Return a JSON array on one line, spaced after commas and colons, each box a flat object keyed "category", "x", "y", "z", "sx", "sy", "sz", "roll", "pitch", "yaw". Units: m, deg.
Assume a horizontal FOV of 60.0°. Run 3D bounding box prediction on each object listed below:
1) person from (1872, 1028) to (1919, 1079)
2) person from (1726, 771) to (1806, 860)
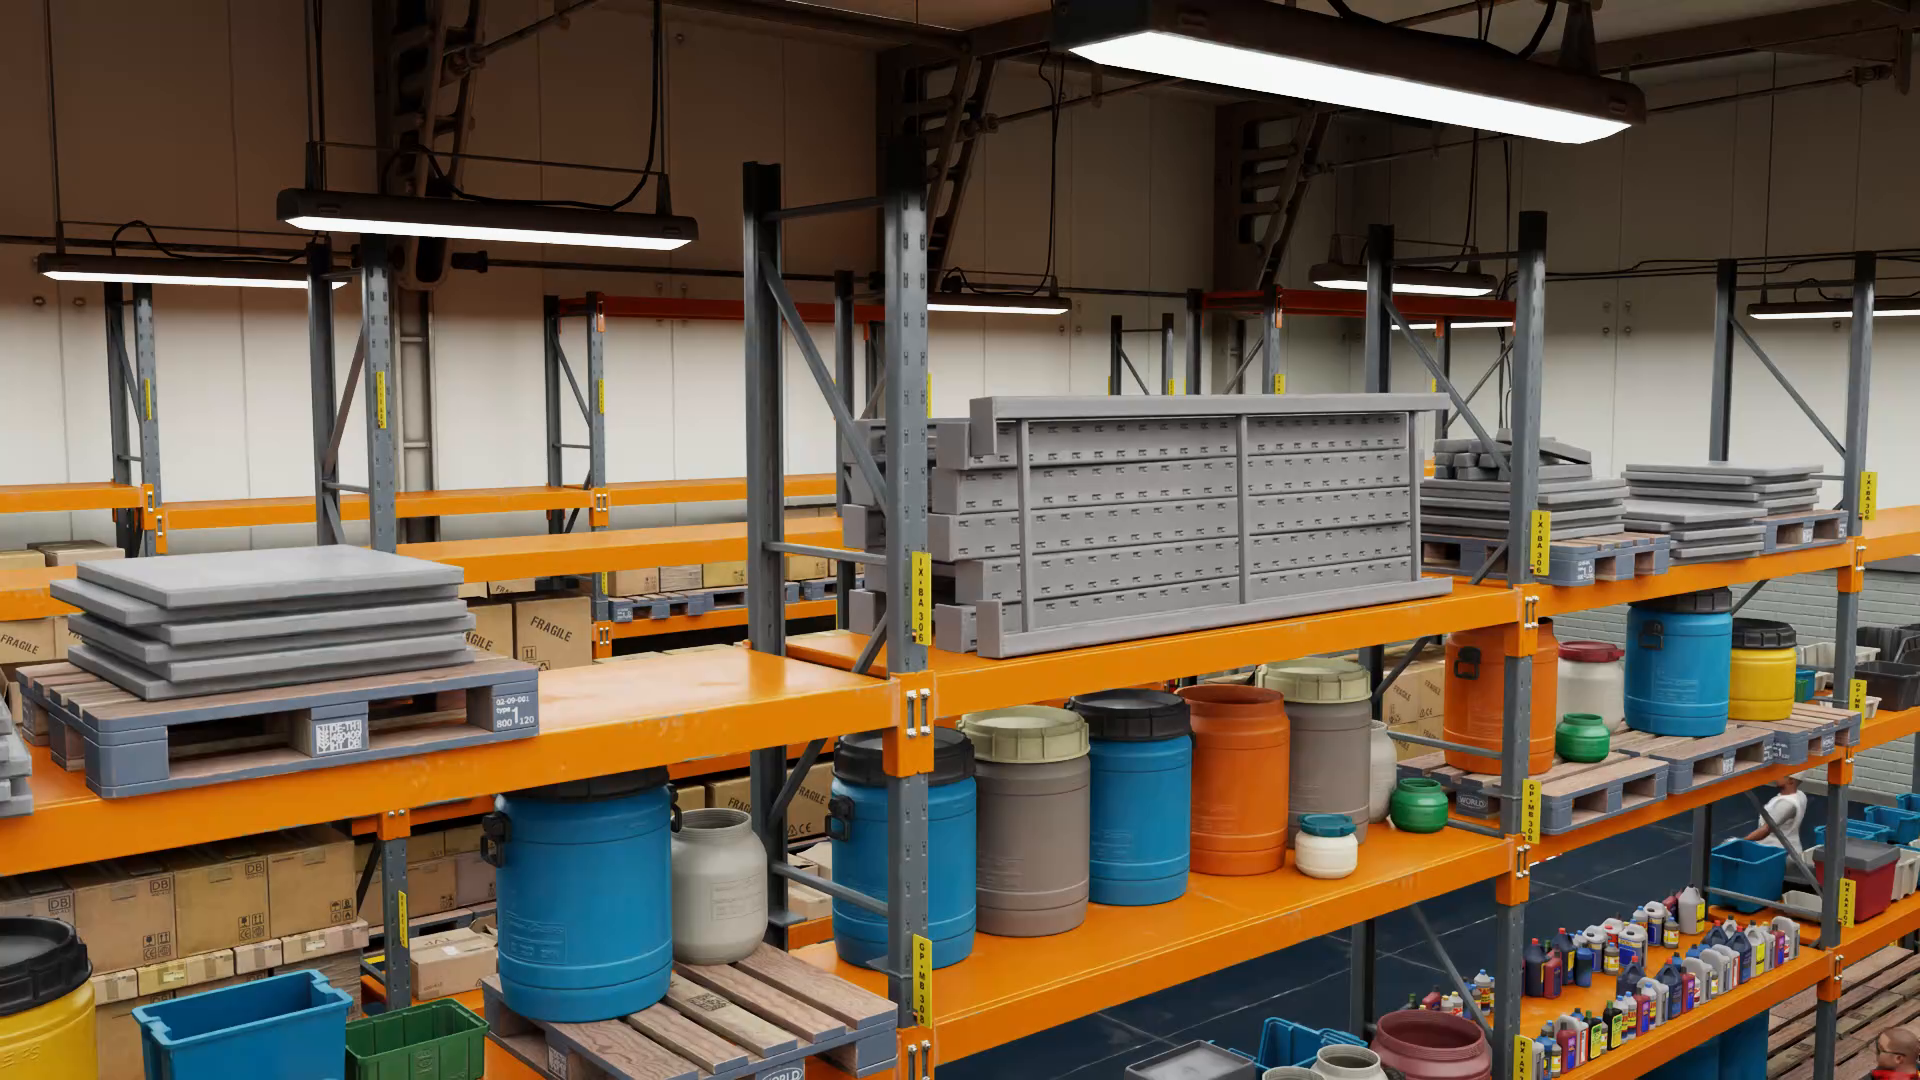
[{"category": "person", "x": 4.909, "y": 3.448, "z": 8.997, "sx": 0.619, "sy": 1.719, "sz": 0.489, "roll": -2, "pitch": 6, "yaw": -17}, {"category": "person", "x": 7.344, "y": 2.847, "z": 15.142, "sx": 0.777, "sy": 1.728, "sz": 1.075, "roll": -2, "pitch": 6, "yaw": -17}]
